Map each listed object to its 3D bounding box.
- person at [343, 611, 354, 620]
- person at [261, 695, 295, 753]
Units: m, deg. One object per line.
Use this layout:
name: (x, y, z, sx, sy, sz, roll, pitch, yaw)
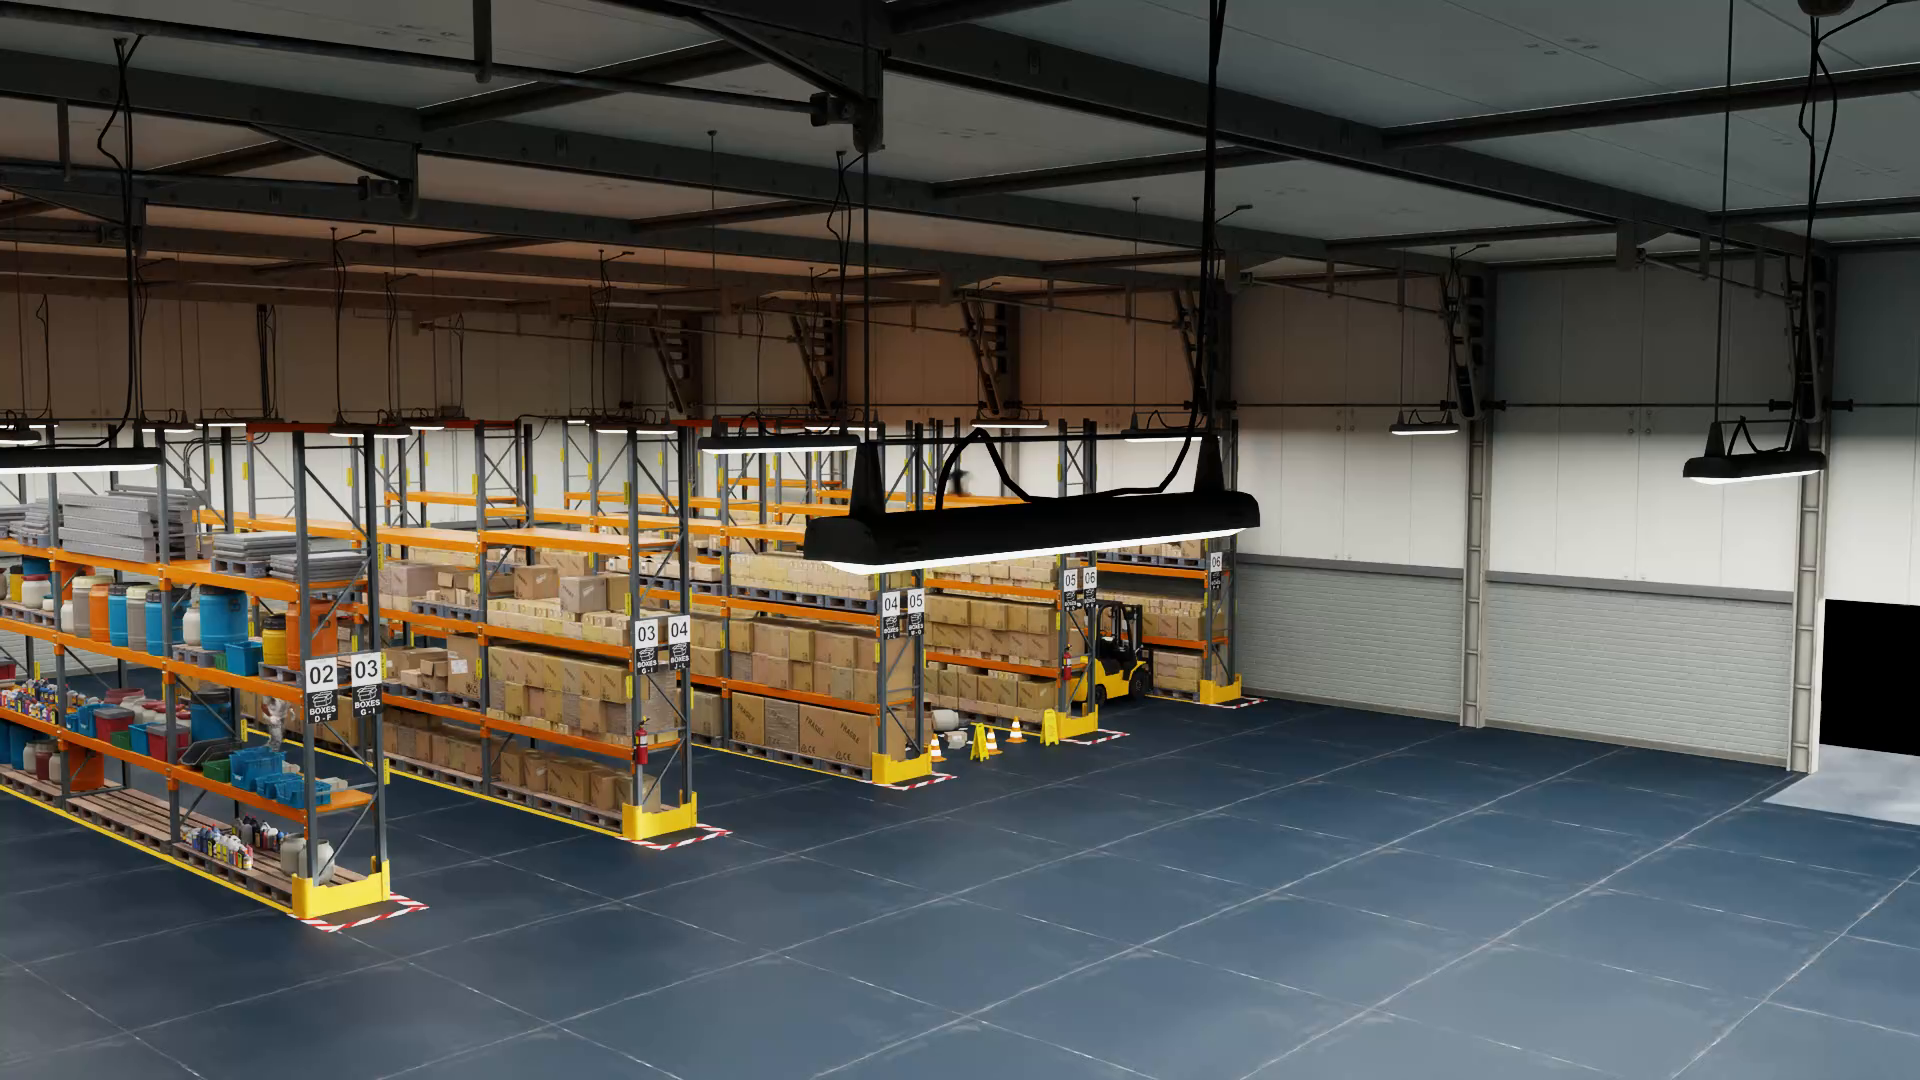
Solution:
person: (-14.042, 2.361, 38.210, 0.695, 1.692, 0.891, -2, 5, -25)
person: (-12.037, 3.101, 29.211, 0.914, 1.577, 0.656, 1, 5, 17)
